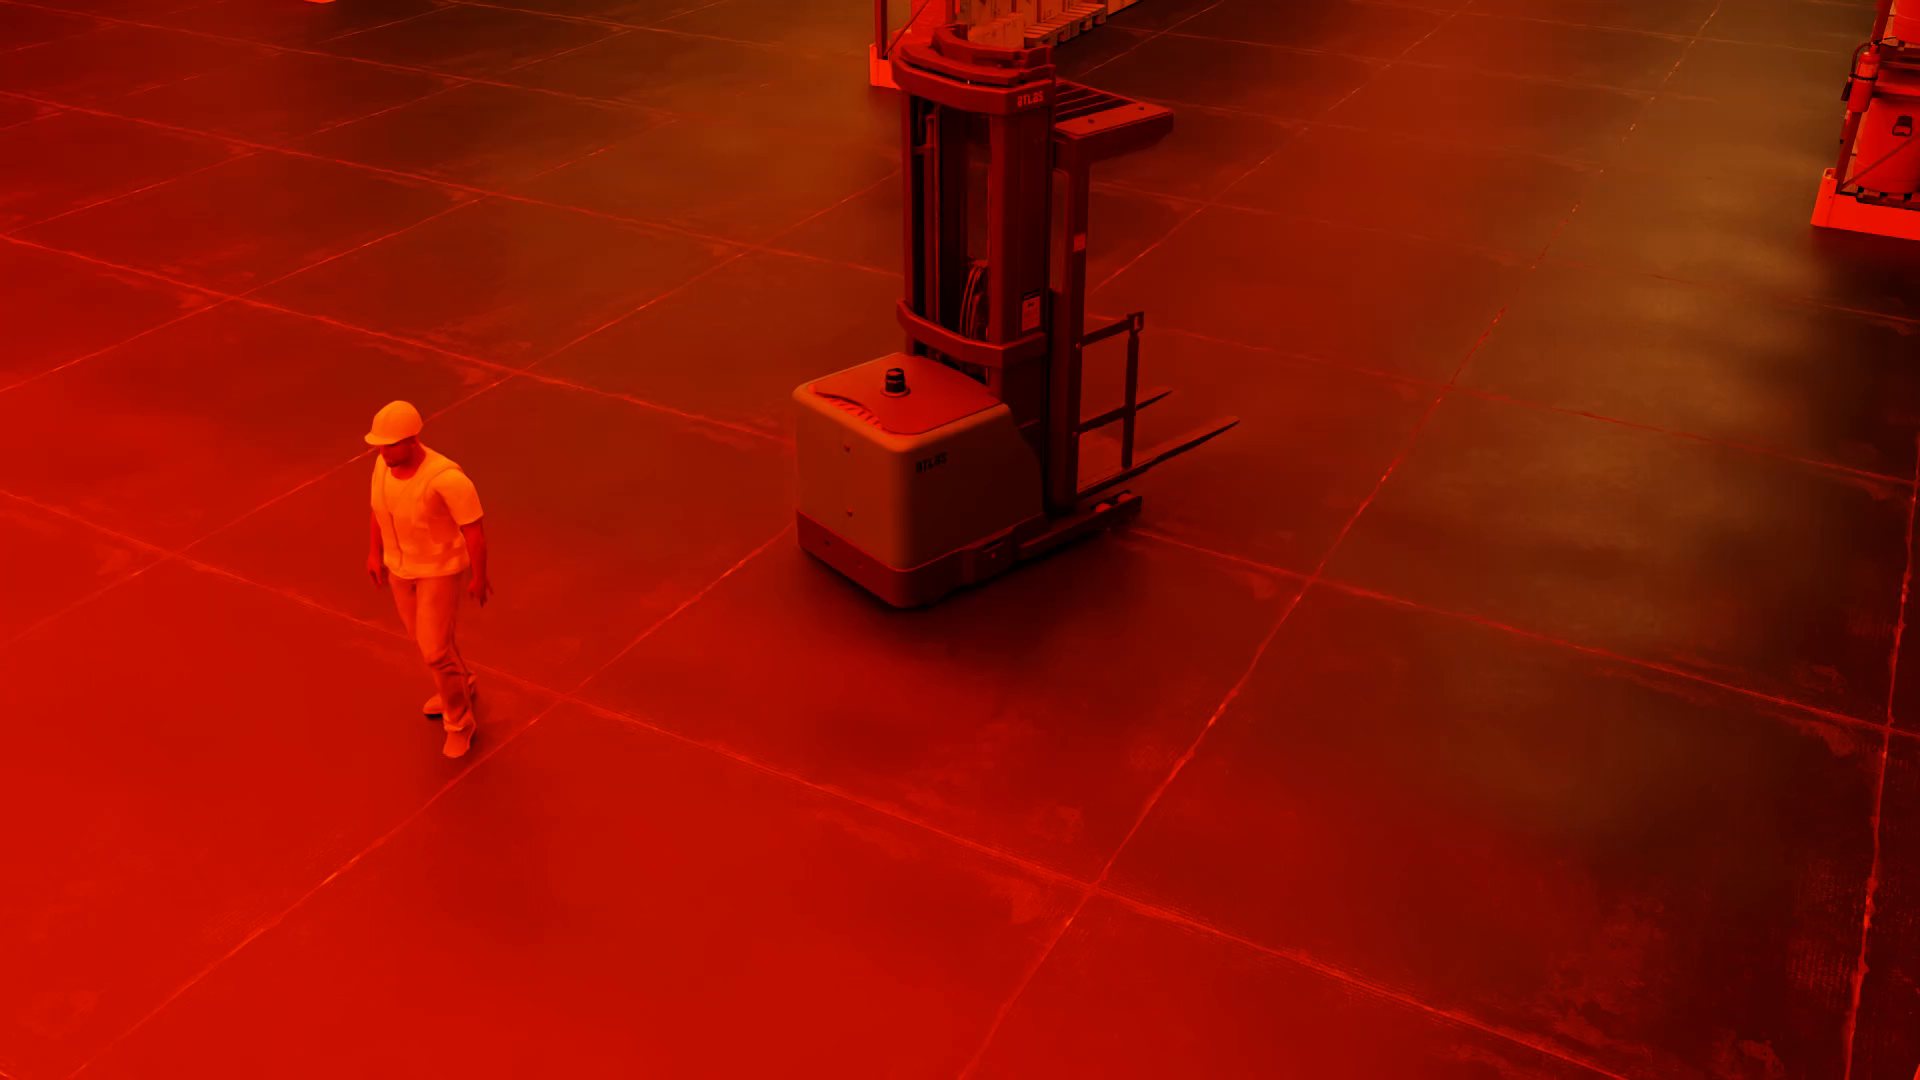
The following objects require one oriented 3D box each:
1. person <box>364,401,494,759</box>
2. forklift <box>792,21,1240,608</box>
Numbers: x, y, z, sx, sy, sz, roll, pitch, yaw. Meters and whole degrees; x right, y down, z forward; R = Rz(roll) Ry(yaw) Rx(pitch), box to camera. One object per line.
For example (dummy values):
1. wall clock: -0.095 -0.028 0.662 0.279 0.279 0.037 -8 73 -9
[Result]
1. person: -2.607 0.177 8.013 0.666 1.806 0.557 16 34 26
2. forklift: 0.483 -1.502 9.673 3.031 2.935 1.130 -23 37 -35
